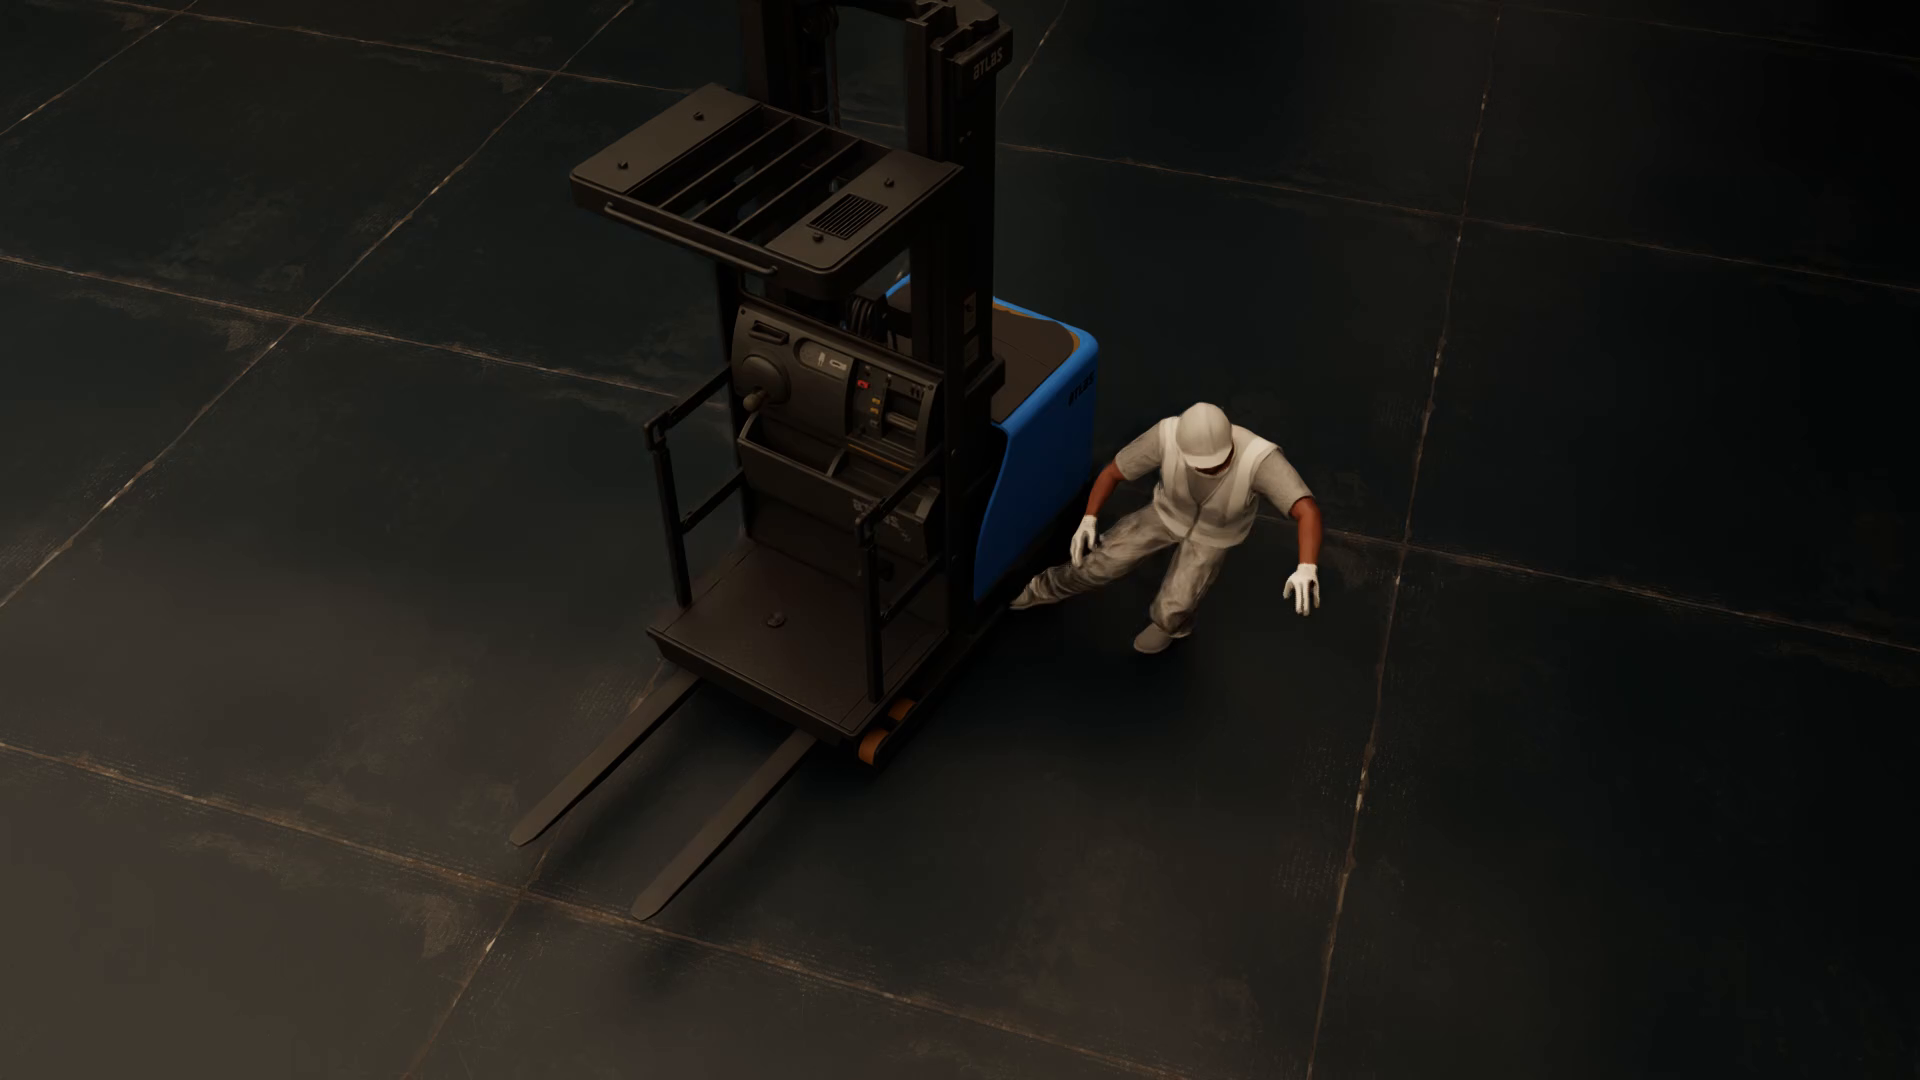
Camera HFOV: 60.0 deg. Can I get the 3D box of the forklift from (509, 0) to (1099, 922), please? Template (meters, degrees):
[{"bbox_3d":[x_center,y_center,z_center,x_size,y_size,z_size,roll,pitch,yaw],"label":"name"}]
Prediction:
[{"bbox_3d":[-0.605,-0.514,6.241,1.130,2.935,3.031,24,48,24],"label":"forklift"}]

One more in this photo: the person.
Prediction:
[{"bbox_3d":[0.797,0.002,6.717,1.463,1.480,0.874,17,46,18],"label":"person"}]
